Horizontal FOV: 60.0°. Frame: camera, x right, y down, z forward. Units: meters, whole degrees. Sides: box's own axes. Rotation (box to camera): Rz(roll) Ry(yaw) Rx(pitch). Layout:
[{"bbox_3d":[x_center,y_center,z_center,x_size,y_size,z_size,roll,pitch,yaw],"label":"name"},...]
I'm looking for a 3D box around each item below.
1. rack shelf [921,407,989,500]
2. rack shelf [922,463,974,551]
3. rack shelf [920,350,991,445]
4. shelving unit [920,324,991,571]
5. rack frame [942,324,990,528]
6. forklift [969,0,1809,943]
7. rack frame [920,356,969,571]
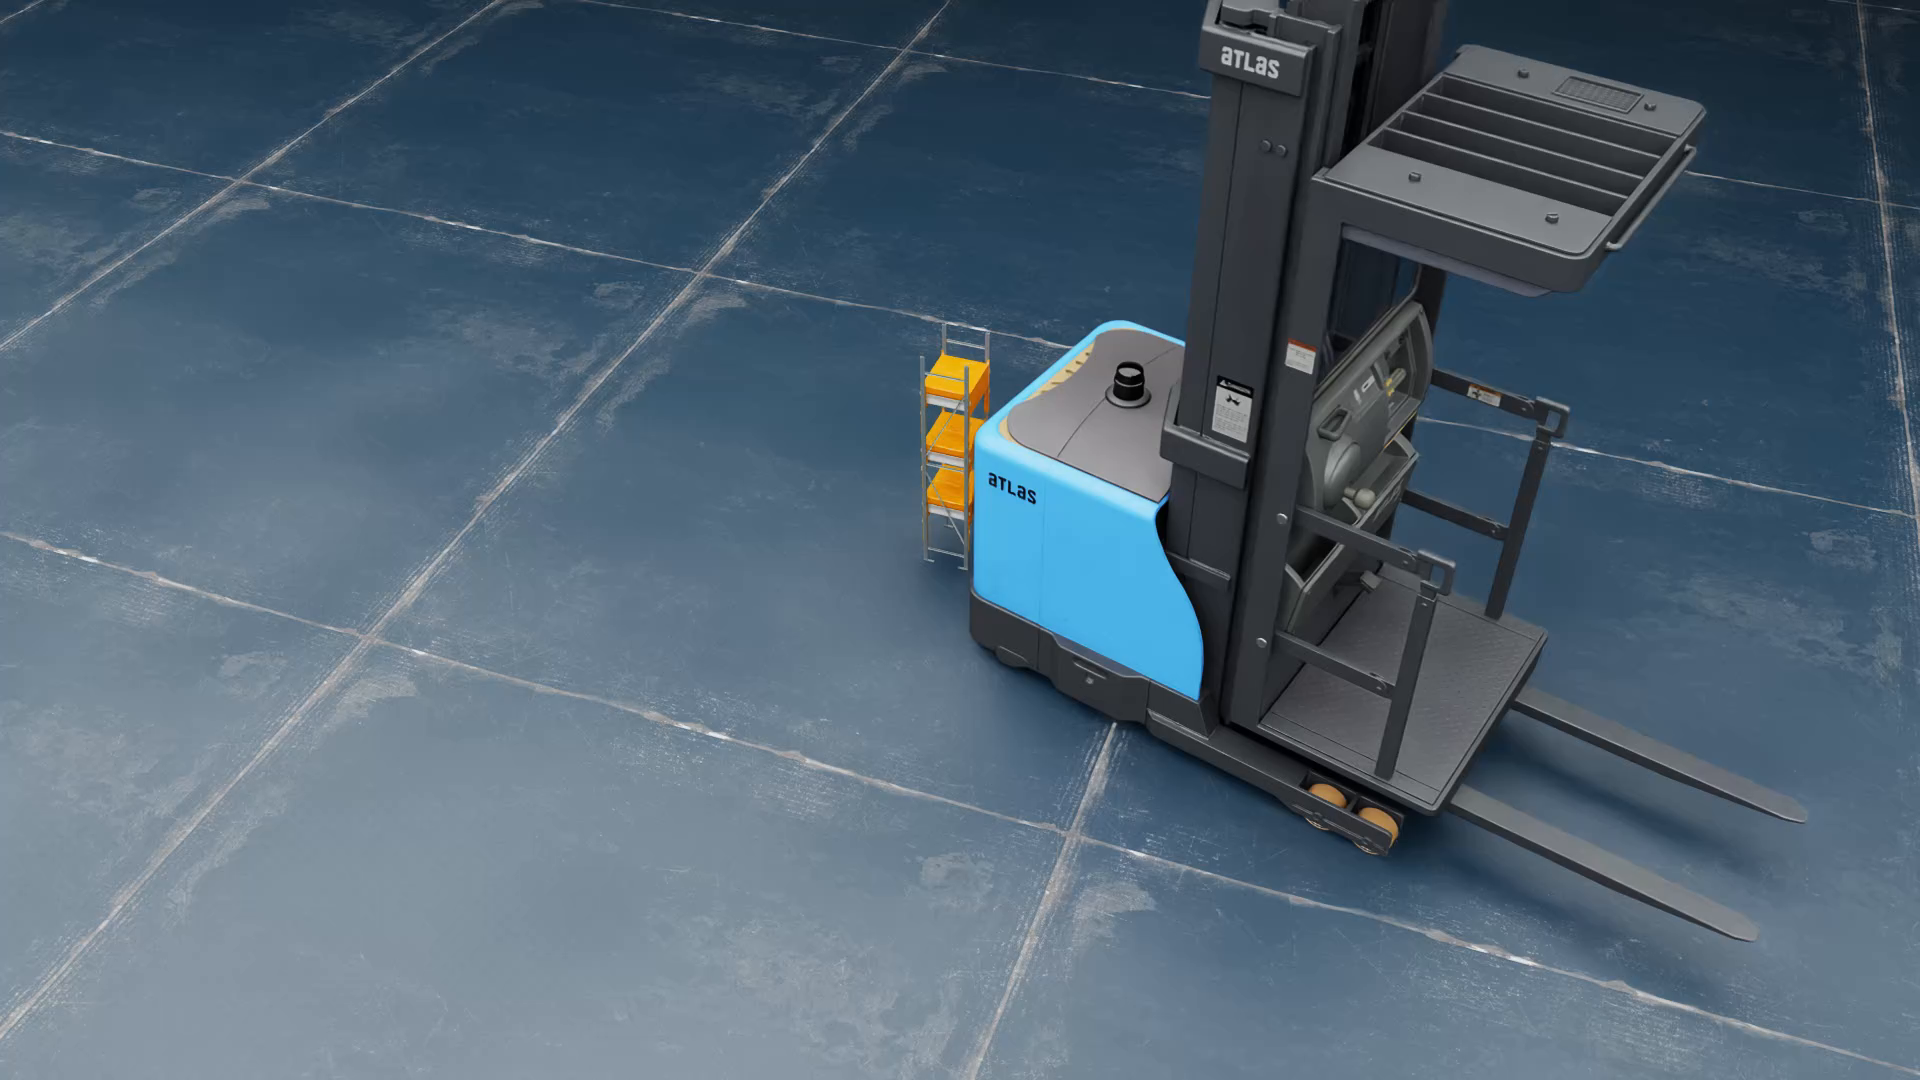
[{"bbox_3d":[-0.018,-0.359,6.878,0.215,0.259,0.240,13,42,15],"label":"rack shelf"},{"bbox_3d":[-0.018,-0.147,7.058,0.215,0.259,0.240,13,42,15],"label":"rack shelf"},{"bbox_3d":[-0.018,-0.575,6.694,0.215,0.259,0.240,13,42,15],"label":"rack shelf"},{"bbox_3d":[-0.018,-0.367,6.871,0.215,1.050,0.252,13,42,15],"label":"shelving unit"},{"bbox_3d":[0.023,-0.441,6.958,0.200,1.050,0.008,13,42,15],"label":"rack frame"},{"bbox_3d":[1.534,-0.390,5.449,3.031,2.935,1.130,25,46,26],"label":"forklift"},{"bbox_3d":[-0.060,-0.292,6.784,0.200,1.050,0.008,13,42,15],"label":"rack frame"}]
